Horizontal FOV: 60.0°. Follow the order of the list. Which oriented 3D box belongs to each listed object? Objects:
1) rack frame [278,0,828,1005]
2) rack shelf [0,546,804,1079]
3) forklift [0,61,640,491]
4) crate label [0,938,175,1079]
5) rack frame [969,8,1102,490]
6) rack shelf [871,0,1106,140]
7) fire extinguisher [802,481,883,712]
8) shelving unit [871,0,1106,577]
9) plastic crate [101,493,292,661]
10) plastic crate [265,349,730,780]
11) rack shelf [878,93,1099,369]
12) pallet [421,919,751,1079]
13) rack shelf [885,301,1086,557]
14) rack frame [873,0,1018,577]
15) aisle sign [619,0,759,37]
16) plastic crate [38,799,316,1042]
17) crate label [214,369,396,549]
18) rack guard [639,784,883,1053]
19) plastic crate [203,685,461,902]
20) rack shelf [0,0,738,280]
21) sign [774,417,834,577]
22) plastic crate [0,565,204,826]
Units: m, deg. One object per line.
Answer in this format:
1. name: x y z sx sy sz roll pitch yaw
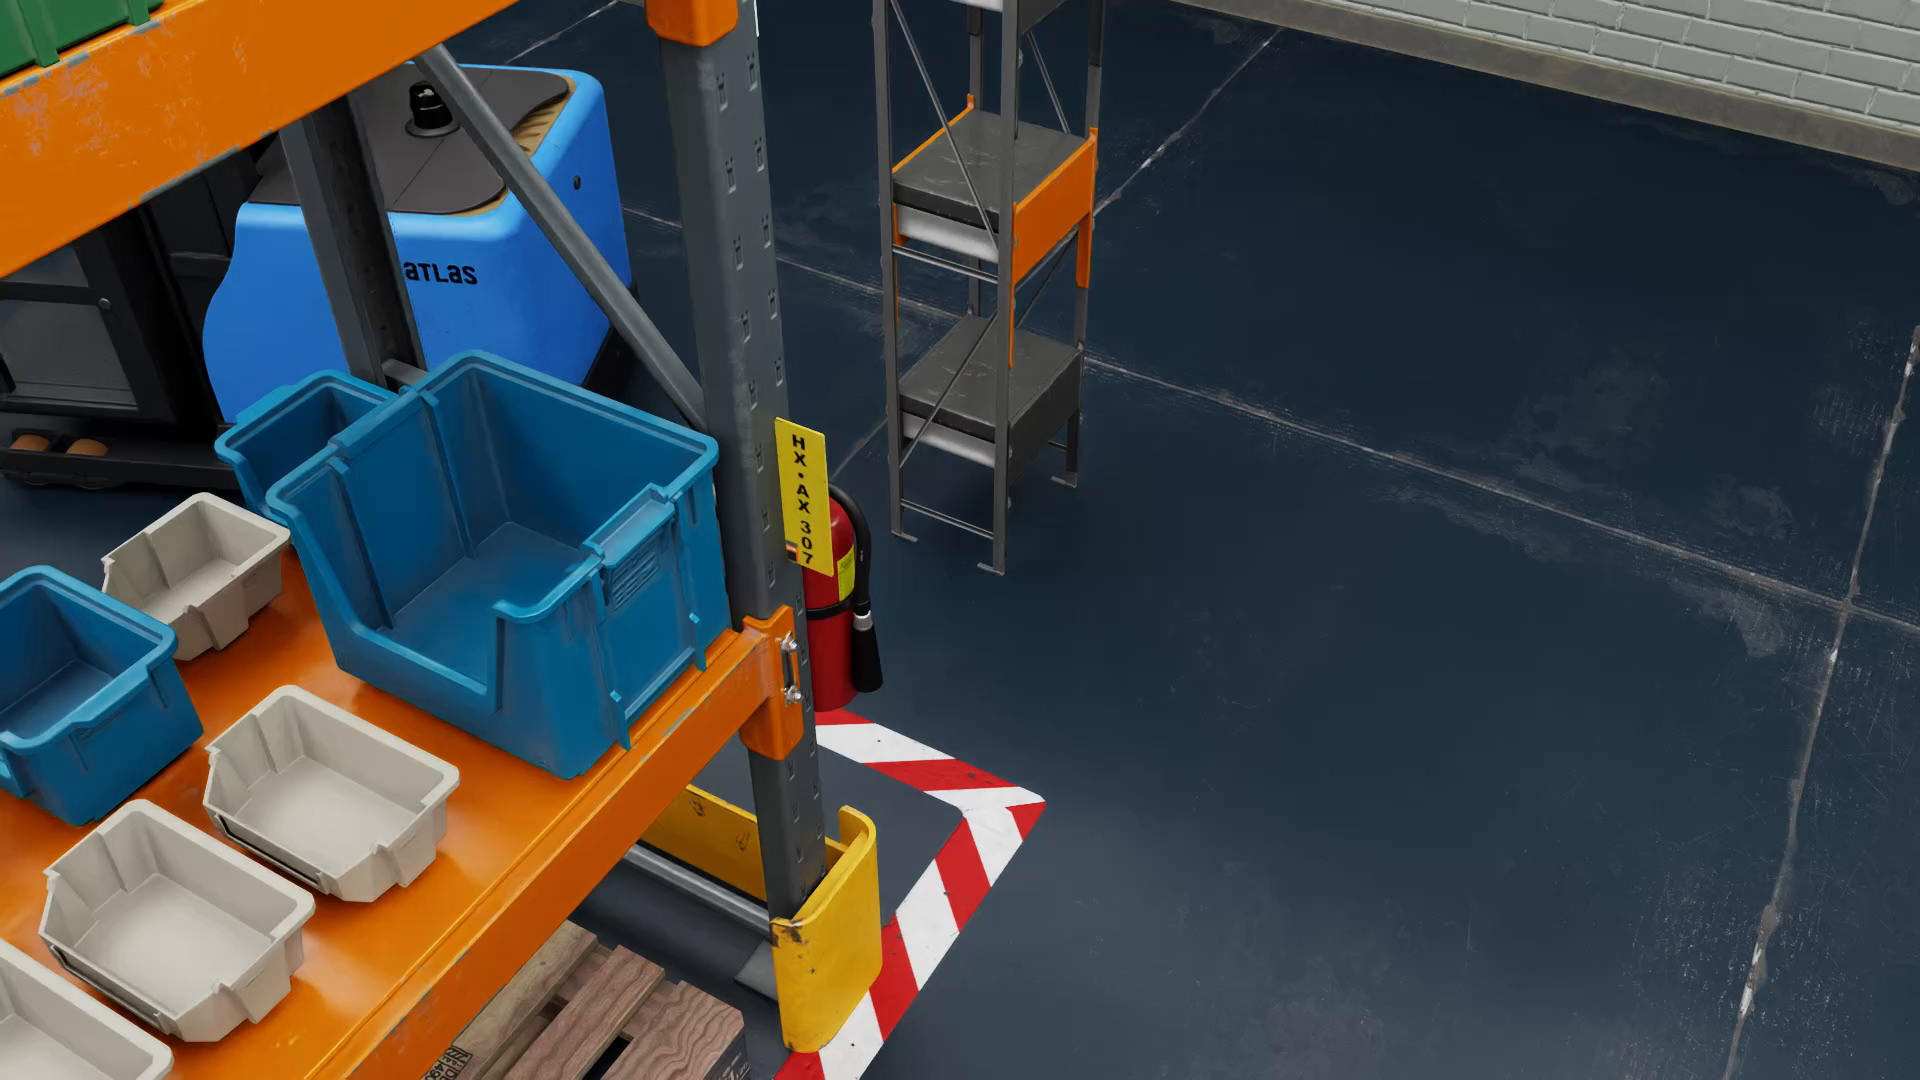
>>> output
1. rack frame: -0.758 -0.183 3.188 1.000 3.000 0.127 21 45 22
2. rack shelf: -1.759 1.231 2.126 1.077 0.370 4.000 21 45 22
3. forklift: -2.686 -1.605 4.855 3.031 2.935 1.130 5 42 5
4. crate label: -1.285 0.748 2.285 0.396 0.136 0.243 21 45 22
5. rack frame: 0.205 -1.022 4.822 0.400 2.100 0.015 21 45 22
6. rack shelf: 0.083 -1.398 4.210 0.431 0.518 0.480 21 45 22
7. fire extinguisher: -0.289 0.050 3.264 0.296 0.674 0.183 21 45 22
8. shelving unit: 0.083 -0.883 4.664 0.431 2.100 0.503 21 45 22
9. plastic crate: -1.399 0.082 3.041 0.250 0.136 0.298 21 45 22
10. plastic crate: -0.764 0.035 2.869 0.616 0.435 0.499 21 45 22
11. rack shelf: 0.083 -0.872 4.673 0.431 0.518 0.480 21 45 22
12. pallet: -1.204 1.323 3.588 1.003 0.211 1.213 21 45 22
13. rack shelf: 0.083 -0.347 5.135 0.431 0.518 0.480 21 45 22
14. rack frame: -0.039 -0.743 4.505 0.400 2.100 0.015 21 45 22
15. aisle sign: -0.469 -1.103 2.266 0.394 0.787 0.004 21 45 22
16. plastic crate: -1.167 0.581 2.475 0.396 0.136 0.243 21 45 22
17. crate label: -1.167 -0.110 3.187 0.416 0.233 0.303 21 45 22
18. rack guard: -0.757 0.737 4.035 1.175 0.500 0.348 21 45 22
19. plastic crate: -1.009 0.420 2.658 0.396 0.136 0.243 21 45 22
20. rack shelf: -1.759 0.106 1.135 1.077 0.370 4.000 21 45 22
21. sign: -0.274 -0.072 2.938 0.100 0.325 0.005 21 45 22
22. plastic crate: -1.496 0.266 2.759 0.416 0.233 0.300 21 45 22
